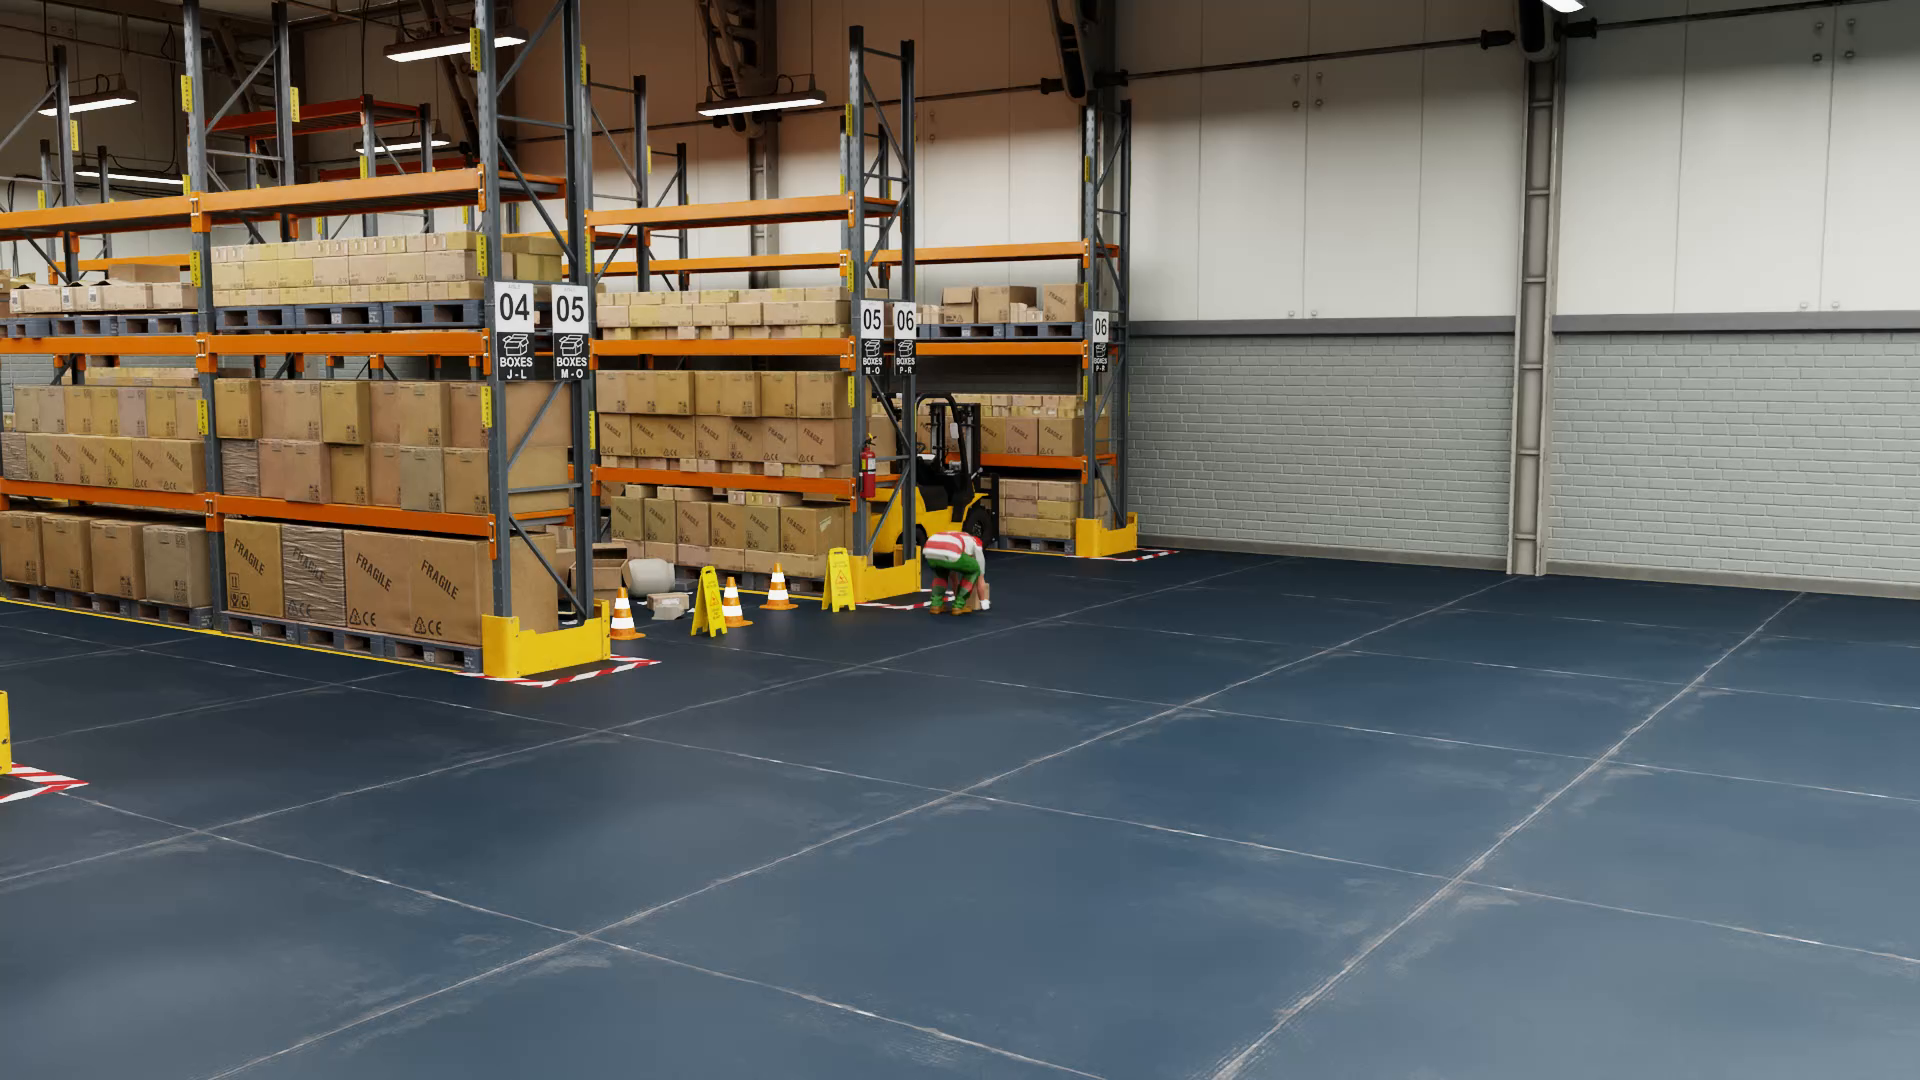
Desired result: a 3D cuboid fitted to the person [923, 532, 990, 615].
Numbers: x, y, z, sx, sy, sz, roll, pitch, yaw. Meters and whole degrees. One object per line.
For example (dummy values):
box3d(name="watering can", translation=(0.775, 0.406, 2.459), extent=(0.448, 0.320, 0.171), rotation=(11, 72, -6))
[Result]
box3d(name="person", translation=(-0.032, 0.326, 17.082), extent=(0.527, 0.869, 0.966), rotation=(3, 7, 29))
